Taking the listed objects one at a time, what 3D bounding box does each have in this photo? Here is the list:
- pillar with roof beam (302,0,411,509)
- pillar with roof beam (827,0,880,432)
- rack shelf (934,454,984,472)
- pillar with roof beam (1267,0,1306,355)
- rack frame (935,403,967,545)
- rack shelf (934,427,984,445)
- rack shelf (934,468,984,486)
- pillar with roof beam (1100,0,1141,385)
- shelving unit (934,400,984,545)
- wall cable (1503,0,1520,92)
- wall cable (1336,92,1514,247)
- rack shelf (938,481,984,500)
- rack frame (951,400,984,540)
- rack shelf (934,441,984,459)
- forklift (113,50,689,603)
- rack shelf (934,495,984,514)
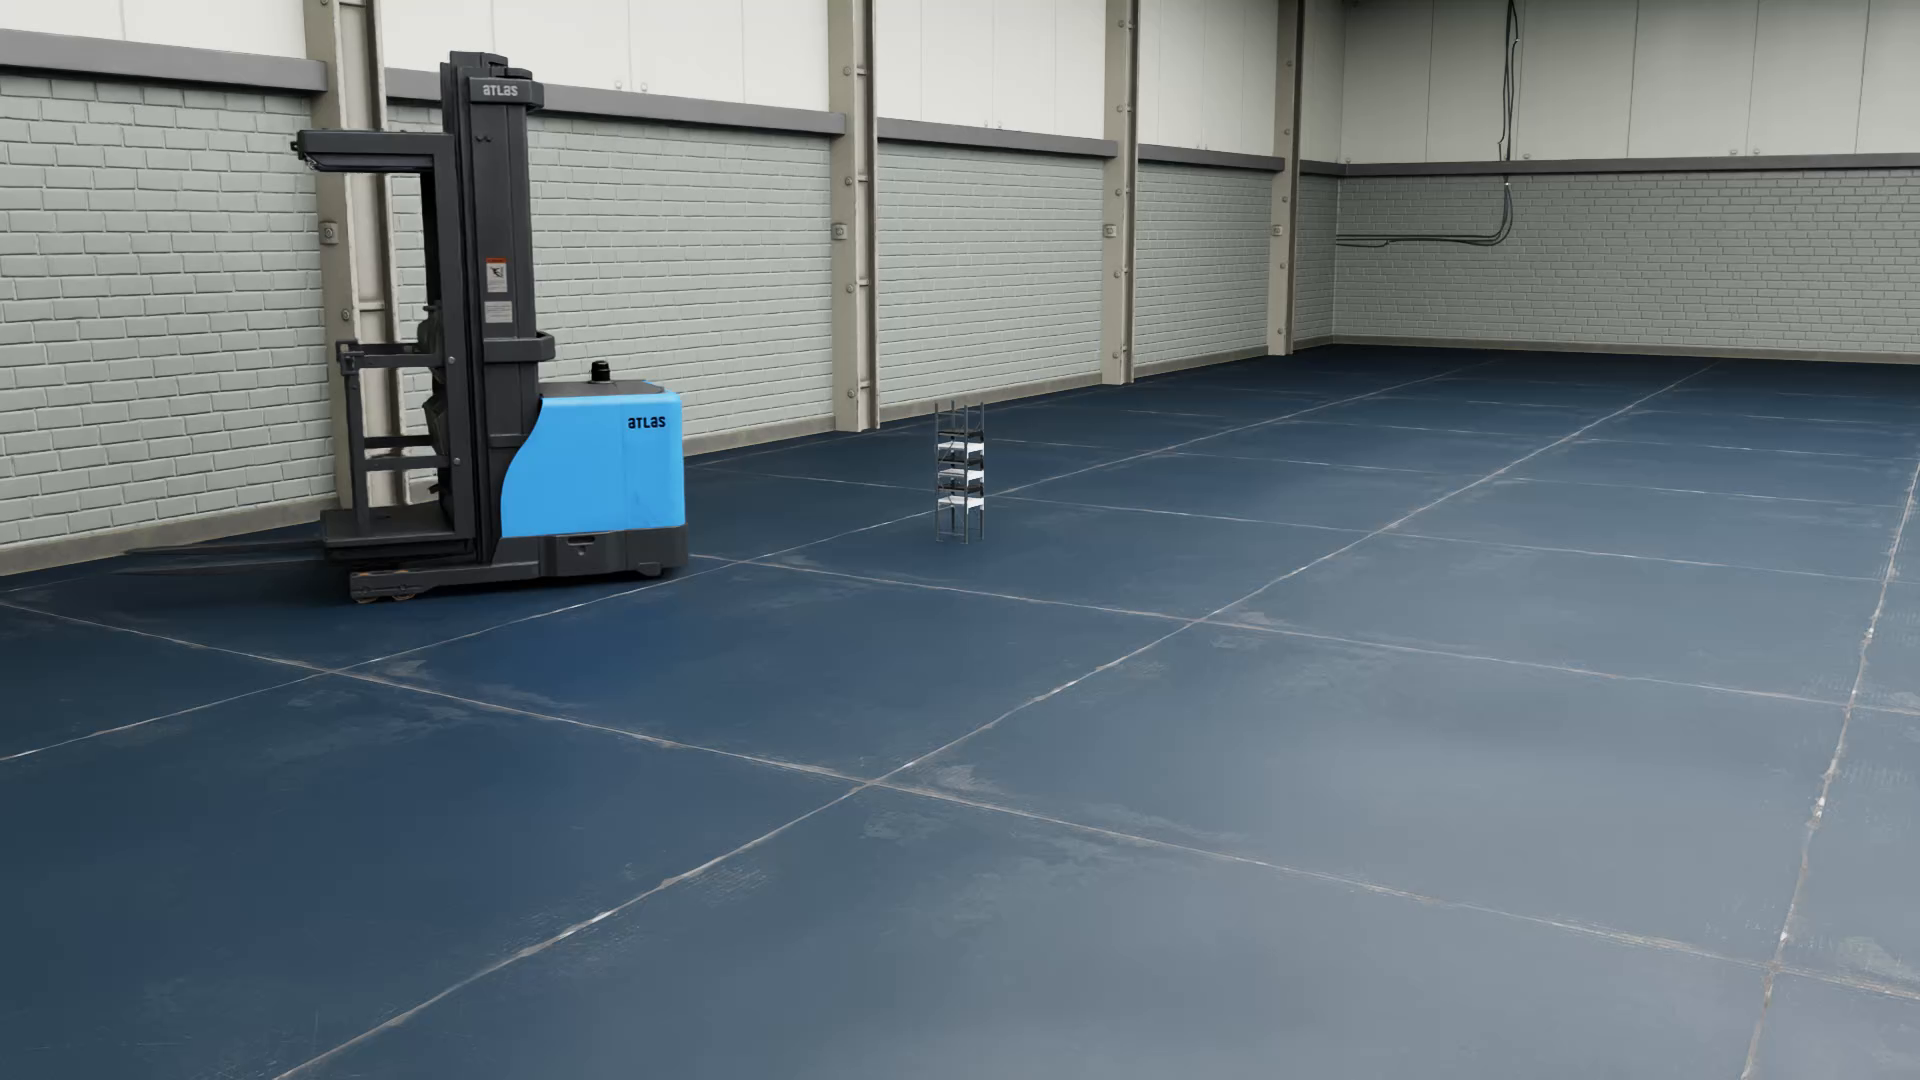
[{"bbox_3d":[-0.486,-4.195,8.820,9.100,9.000,0.400,6,12,31],"label":"pillar with roof beam"},{"bbox_3d":[2.630,-5.138,13.860,9.100,9.000,0.400,6,12,31],"label":"pillar with roof beam"},{"bbox_3d":[-0.004,-0.497,10.769,0.258,0.077,0.200,6,12,31],"label":"rack shelf"},{"bbox_3d":[8.860,-7.025,23.941,9.100,9.000,0.400,6,12,31],"label":"pillar with roof beam"},{"bbox_3d":[-0.057,-0.425,10.694,0.240,0.900,0.006,6,12,31],"label":"rack frame"},{"bbox_3d":[-0.004,-0.674,10.736,0.258,0.077,0.200,6,12,31],"label":"rack shelf"},{"bbox_3d":[-0.004,-0.408,10.785,0.258,0.077,0.200,6,12,31],"label":"rack shelf"},{"bbox_3d":[5.745,-6.082,18.900,9.100,9.000,0.400,6,12,31],"label":"pillar with roof beam"},{"bbox_3d":[-0.004,-0.441,10.779,0.258,0.900,0.210,6,12,31],"label":"shelving unit"},{"bbox_3d":[10.152,-8.471,26.378,3.097,2.526,0.112,6,12,31],"label":"wall cable"},{"bbox_3d":[7.840,-6.247,28.224,3.097,2.526,0.112,6,12,31],"label":"wall cable"},{"bbox_3d":[-0.004,-0.320,10.802,0.258,0.077,0.200,6,12,31],"label":"rack shelf"},{"bbox_3d":[0.049,-0.457,10.864,0.240,0.900,0.006,6,12,31],"label":"rack frame"},{"bbox_3d":[-0.004,-0.585,10.752,0.258,0.077,0.200,6,12,31],"label":"rack shelf"},{"bbox_3d":[-3.158,-1.206,9.346,3.031,2.935,1.130,-4,11,-21],"label":"forklift"},{"bbox_3d":[-0.004,-0.231,10.818,0.258,0.077,0.200,6,12,31],"label":"rack shelf"}]
